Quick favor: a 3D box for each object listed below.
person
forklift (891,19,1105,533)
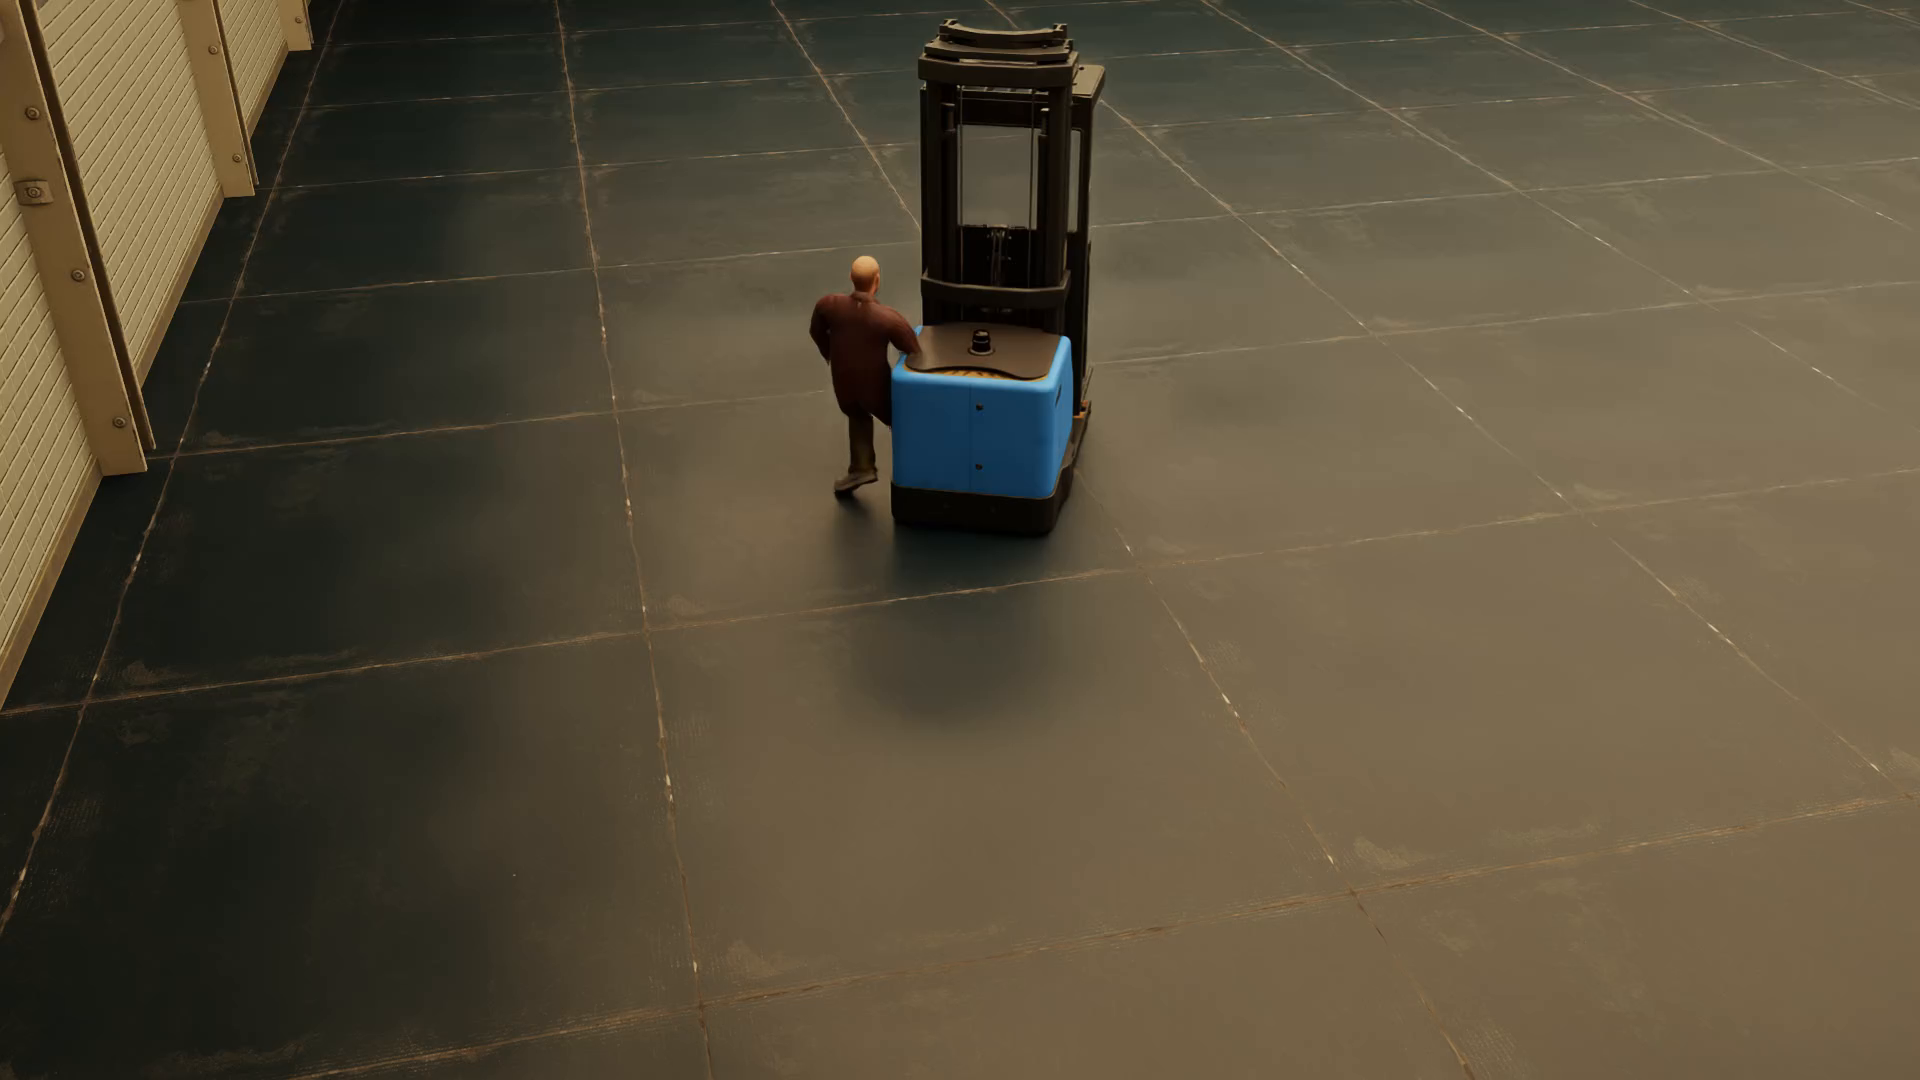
[{"bbox_3d":[-0.503,-1.105,10.746,0.839,1.664,0.737,14,33,23],"label":"person"},{"bbox_3d":[0.337,-2.037,11.094,1.130,2.935,3.031,5,30,9],"label":"forklift"}]
